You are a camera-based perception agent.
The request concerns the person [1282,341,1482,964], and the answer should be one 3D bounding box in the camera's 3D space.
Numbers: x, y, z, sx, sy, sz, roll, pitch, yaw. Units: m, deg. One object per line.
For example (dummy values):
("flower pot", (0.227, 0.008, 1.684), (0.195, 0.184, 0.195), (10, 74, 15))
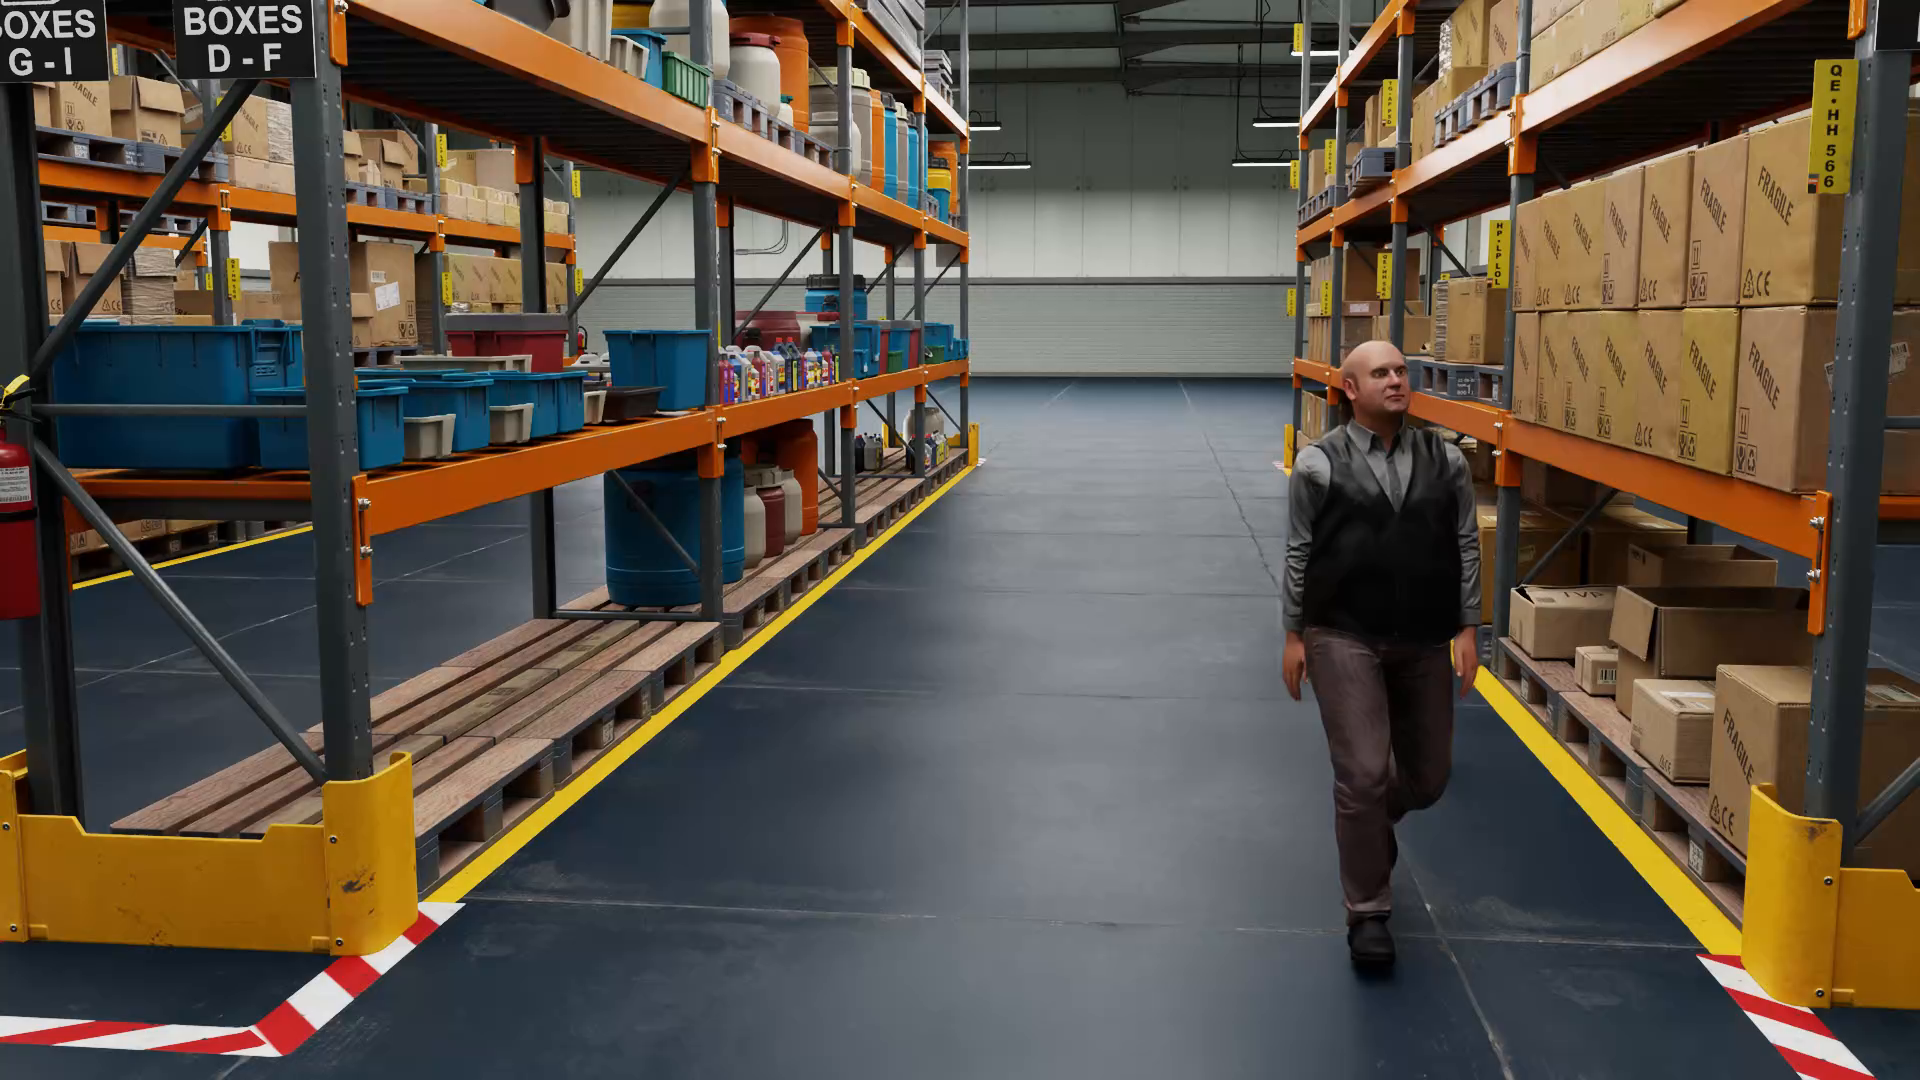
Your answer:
("person", (1.204, 0.279, 4.755), (0.550, 1.687, 0.856), (0, 8, -3))
